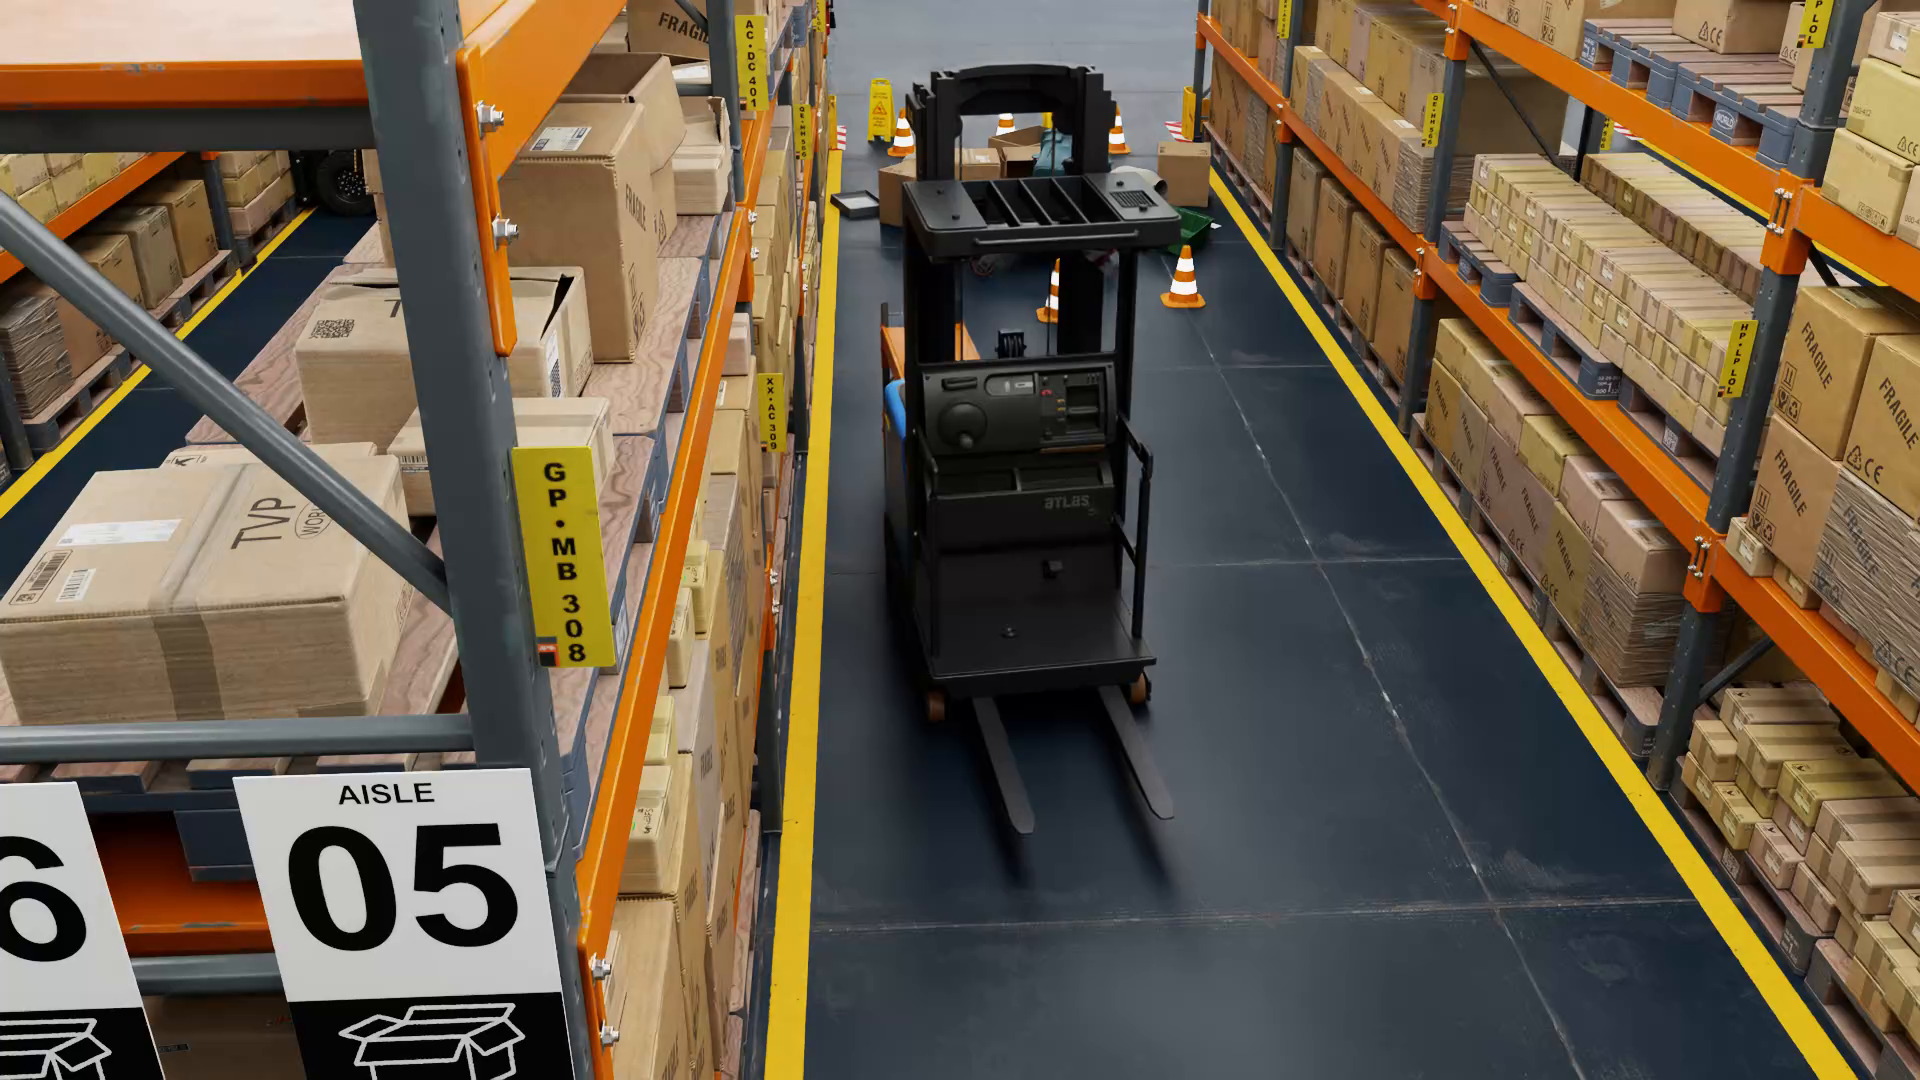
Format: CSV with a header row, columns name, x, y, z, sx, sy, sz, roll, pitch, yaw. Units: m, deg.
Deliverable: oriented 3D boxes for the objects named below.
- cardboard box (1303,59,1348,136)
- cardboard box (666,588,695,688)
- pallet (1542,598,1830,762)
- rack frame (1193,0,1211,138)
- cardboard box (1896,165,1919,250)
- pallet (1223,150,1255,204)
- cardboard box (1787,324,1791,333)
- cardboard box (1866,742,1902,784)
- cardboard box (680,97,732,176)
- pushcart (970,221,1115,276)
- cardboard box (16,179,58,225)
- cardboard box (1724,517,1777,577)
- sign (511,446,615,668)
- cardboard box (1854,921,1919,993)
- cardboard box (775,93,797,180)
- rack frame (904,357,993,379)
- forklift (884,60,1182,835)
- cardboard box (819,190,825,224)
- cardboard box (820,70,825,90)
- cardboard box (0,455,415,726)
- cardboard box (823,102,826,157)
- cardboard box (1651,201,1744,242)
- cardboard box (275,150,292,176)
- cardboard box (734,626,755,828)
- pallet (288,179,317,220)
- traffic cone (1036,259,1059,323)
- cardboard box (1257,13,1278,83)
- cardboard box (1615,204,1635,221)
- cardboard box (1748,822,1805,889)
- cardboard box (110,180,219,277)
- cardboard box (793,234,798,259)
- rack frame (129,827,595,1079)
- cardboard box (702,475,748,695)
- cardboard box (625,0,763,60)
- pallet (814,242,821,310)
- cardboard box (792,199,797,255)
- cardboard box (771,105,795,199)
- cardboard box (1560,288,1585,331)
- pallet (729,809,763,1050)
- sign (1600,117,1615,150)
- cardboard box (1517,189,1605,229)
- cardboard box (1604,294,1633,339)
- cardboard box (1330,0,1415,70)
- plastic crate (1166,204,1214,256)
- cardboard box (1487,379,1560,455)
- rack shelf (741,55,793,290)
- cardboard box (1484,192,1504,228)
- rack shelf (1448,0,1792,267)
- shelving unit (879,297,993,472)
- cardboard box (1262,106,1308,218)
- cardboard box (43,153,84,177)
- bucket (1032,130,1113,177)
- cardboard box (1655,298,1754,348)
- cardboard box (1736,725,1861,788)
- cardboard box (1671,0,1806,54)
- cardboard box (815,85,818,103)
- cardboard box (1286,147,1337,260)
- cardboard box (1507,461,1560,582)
name,x,y,z,sx,sy,sz,roll,pitch,yaw
cardboard box,3.025,-3.480,13.070,0.500,0.500,0.500,-1,28,-2
cardboard box,-0.867,0.245,4.146,0.380,0.149,0.250,-1,28,-2
pallet,3.615,0.654,8.269,1.003,0.211,1.213,-1,28,-3
rack frame,3.030,-5.765,17.560,1.000,3.000,0.127,-1,28,-3
cardboard box,3.453,-1.035,5.410,0.500,0.250,0.500,-2,28,-3
pallet,3.211,-3.599,16.423,1.003,0.211,1.213,-1,28,-3
cardboard box,4.052,-0.982,7.885,0.380,0.149,0.250,-3,28,-5
cardboard box,3.988,0.866,6.832,0.380,0.149,0.250,-1,28,-2
cardboard box,-0.928,-1.271,5.282,0.396,0.266,0.258,-1,28,-1
pushcart,0.575,-2.667,14.455,1.648,0.377,0.936,-11,30,-20
cardboard box,-6.247,-2.159,10.809,0.500,0.250,0.500,-2,28,-4
cardboard box,3.345,0.027,6.727,0.380,0.149,0.250,0,28,-1
sign,-0.518,0.027,2.180,0.100,0.325,0.005,-1,28,-3
cardboard box,3.460,1.495,5.948,0.380,0.149,0.250,-2,28,-3
cardboard box,-1.282,-2.480,10.378,0.500,0.500,0.500,-2,28,-4
rack frame,-0.062,-0.494,9.481,0.500,1.125,0.032,-4,28,-9
forklift,0.324,-0.595,7.720,1.130,2.935,3.031,-4,28,-9
cardboard box,-1.460,-2.998,14.773,0.500,0.250,0.500,-3,28,-5
cardboard box,-1.497,-4.416,15.981,0.380,0.149,0.250,0,28,0
cardboard box,-1.186,0.091,2.689,0.500,0.250,0.500,-4,28,-7
cardboard box,-1.525,-3.816,15.532,0.500,0.500,0.500,0,28,0
cardboard box,3.980,-1.722,8.982,0.380,0.149,0.250,-1,28,-3
cardboard box,-6.416,-3.514,15.223,0.500,0.250,0.500,-2,28,-3
cardboard box,-0.928,0.576,5.294,0.500,0.500,0.500,-2,28,-3
pallet,-6.722,-3.327,15.900,1.003,0.211,1.213,-1,28,-3
traffic cone,0.778,-1.978,13.042,0.336,0.463,0.334,-1,28,-3
cardboard box,3.157,-4.408,14.795,0.875,0.550,0.550,-1,28,-3
cardboard box,3.960,-1.815,9.483,0.380,0.149,0.250,-1,28,-1
cardboard box,3.434,1.267,6.706,0.380,0.149,0.250,-2,28,-3
cardboard box,-6.617,-2.523,13.457,0.875,0.625,0.625,0,28,0
cardboard box,-1.204,-1.611,9.756,0.500,0.250,0.500,-2,28,-4
rack frame,-1.072,1.790,3.074,1.000,3.000,0.127,-1,28,-3
cardboard box,-0.926,0.136,5.056,0.500,0.500,0.500,-1,28,-2
cardboard box,-1.038,-2.032,6.596,0.500,0.500,0.500,-2,28,-4
pallet,-1.657,-2.156,13.655,1.003,0.211,1.213,-1,28,-3
cardboard box,-1.211,-1.842,9.659,0.500,0.250,0.500,-1,28,-3
cardboard box,-1.202,-2.159,9.457,0.500,0.500,0.500,-2,28,-4
cardboard box,3.353,-1.201,8.627,0.380,0.149,0.250,-2,28,-4
pallet,-1.320,1.532,6.584,1.003,0.211,1.213,-1,28,-3
sign,3.989,-2.566,10.260,0.100,0.325,0.005,-1,28,-3
cardboard box,3.317,-1.831,9.192,0.380,0.149,0.250,-3,28,-5
cardboard box,3.383,-1.092,8.095,0.380,0.149,0.250,-3,28,-5
cardboard box,3.300,-3.939,12.869,0.700,0.500,0.500,-2,28,-3
plastic crate,1.922,-2.745,14.748,0.450,0.188,0.662,22,34,18
cardboard box,3.282,-0.694,9.274,0.500,0.250,0.500,-1,28,-2
rack shelf,-1.386,-1.992,7.859,1.077,0.370,4.000,-1,28,-3
cardboard box,3.289,-1.924,9.691,0.380,0.149,0.250,0,28,0
rack shelf,3.552,-2.158,8.178,1.077,0.370,4.000,-1,28,-3
shelving unit,-0.147,-0.726,9.925,0.538,1.125,1.048,-4,28,-9
cardboard box,3.276,-3.454,14.972,0.875,0.875,0.875,-1,28,-2
cardboard box,-6.260,-2.622,11.155,0.500,0.250,0.500,-2,28,-4
bucket,0.930,-3.147,14.437,0.726,0.611,0.620,8,39,15
cardboard box,3.414,-0.986,7.571,0.380,0.149,0.250,-2,28,-4
cardboard box,3.423,0.884,6.798,0.380,0.149,0.250,0,28,0
cardboard box,3.707,-2.502,7.494,0.797,0.503,0.637,-2,28,-3
cardboard box,-1.395,-3.793,14.051,0.380,0.149,0.250,-2,28,-3
cardboard box,3.361,-2.822,13.896,1.050,0.750,0.750,-2,28,-3
cardboard box,3.318,-0.111,8.968,0.500,0.500,0.500,-2,28,-4
